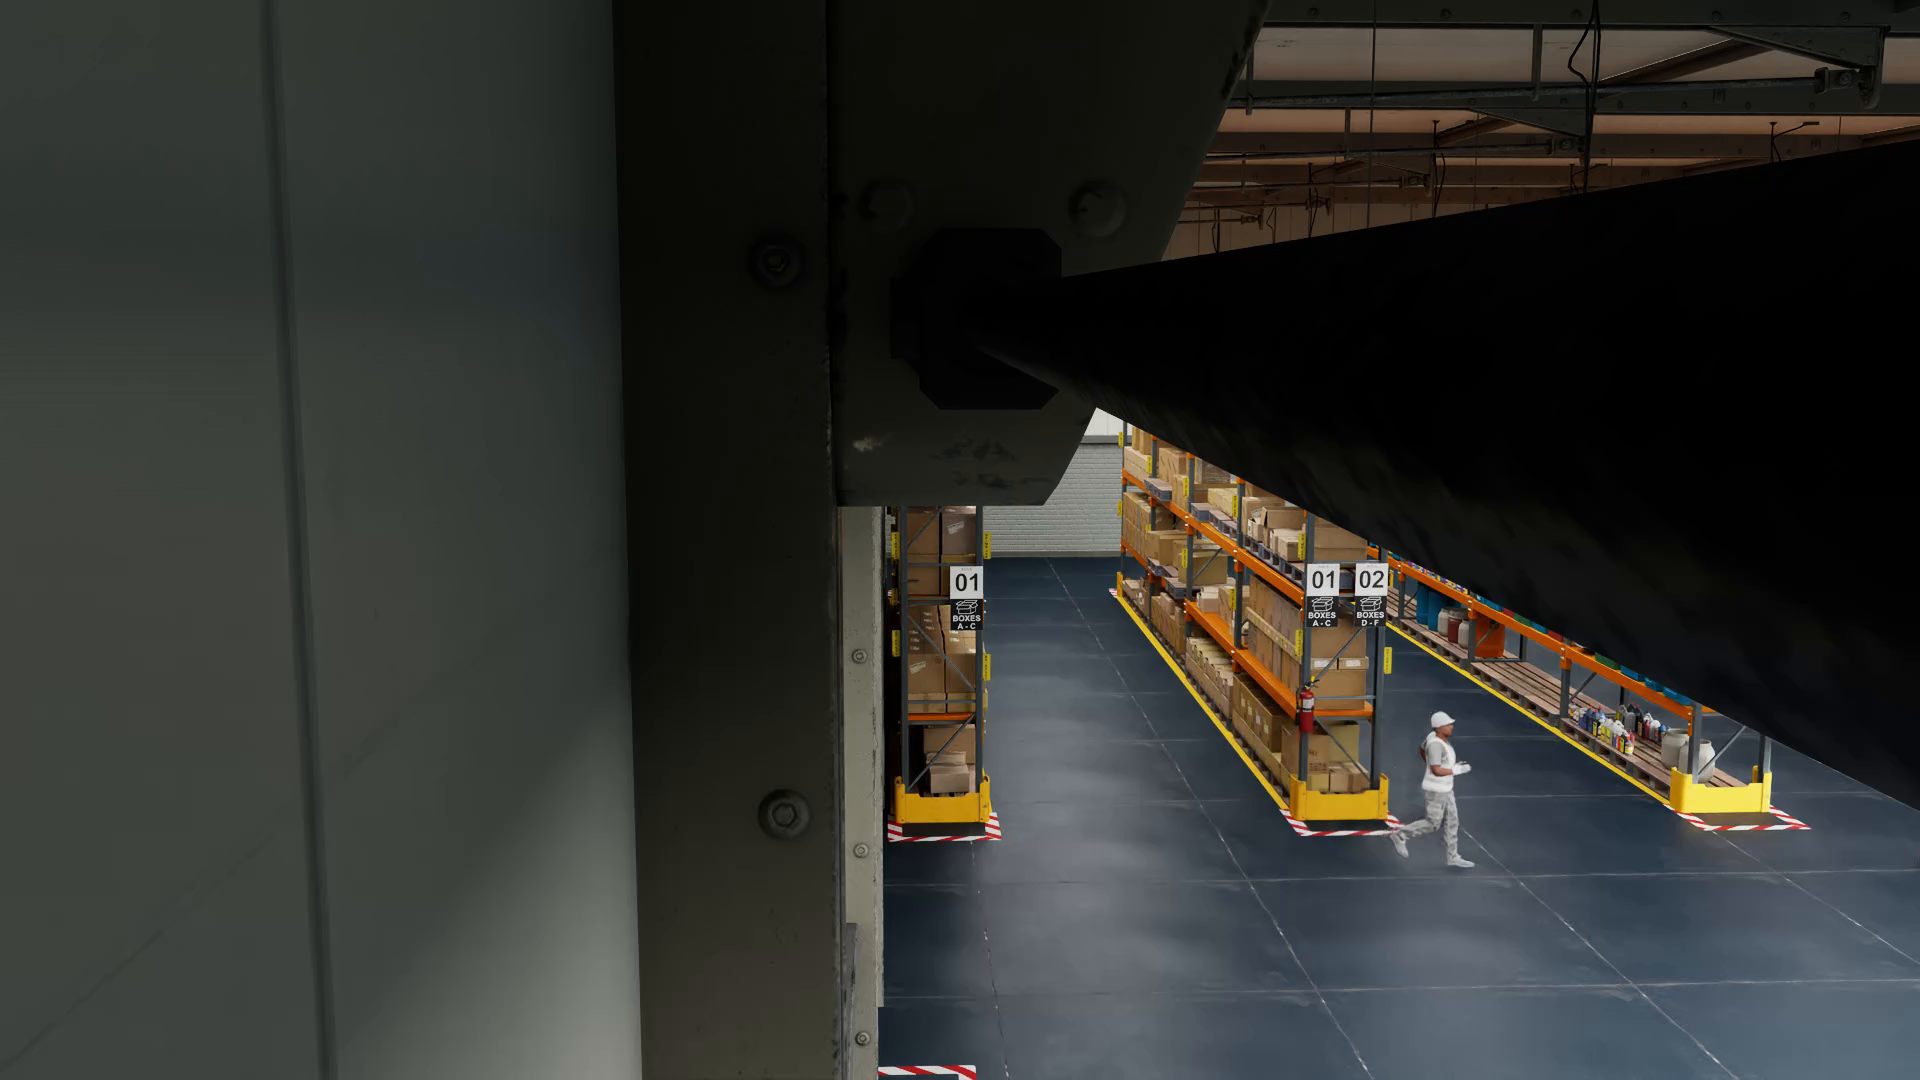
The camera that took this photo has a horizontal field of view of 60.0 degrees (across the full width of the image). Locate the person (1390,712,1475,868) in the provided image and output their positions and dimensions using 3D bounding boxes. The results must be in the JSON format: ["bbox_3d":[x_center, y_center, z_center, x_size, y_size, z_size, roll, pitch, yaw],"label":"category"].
[{"bbox_3d":[5.372,2.810,18.807,0.938,1.766,0.705,4,9,23],"label":"person"}]
